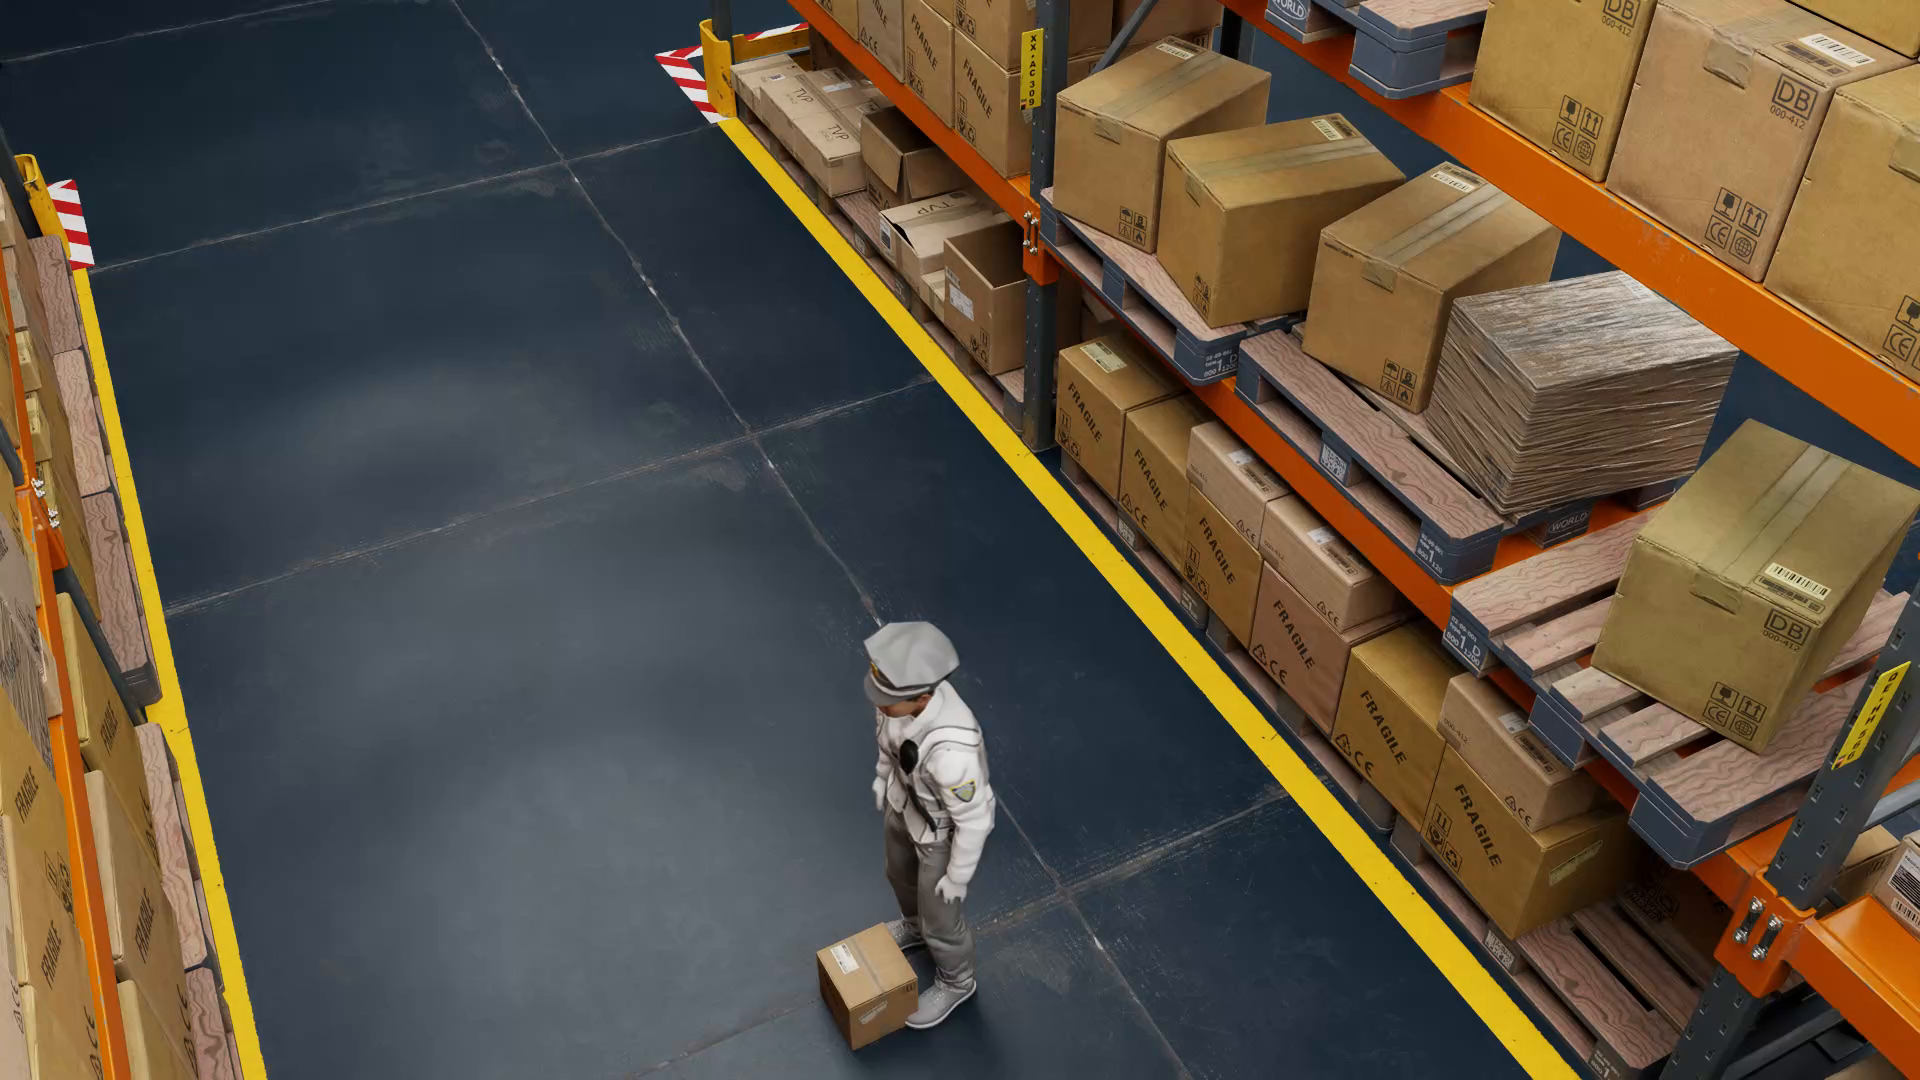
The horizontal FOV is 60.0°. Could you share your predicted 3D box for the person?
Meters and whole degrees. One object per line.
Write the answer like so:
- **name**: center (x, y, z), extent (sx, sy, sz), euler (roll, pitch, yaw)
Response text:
- **person**: center (-0.101, 0.884, 5.158), extent (0.378, 1.663, 0.537), euler (-20, 45, -21)
